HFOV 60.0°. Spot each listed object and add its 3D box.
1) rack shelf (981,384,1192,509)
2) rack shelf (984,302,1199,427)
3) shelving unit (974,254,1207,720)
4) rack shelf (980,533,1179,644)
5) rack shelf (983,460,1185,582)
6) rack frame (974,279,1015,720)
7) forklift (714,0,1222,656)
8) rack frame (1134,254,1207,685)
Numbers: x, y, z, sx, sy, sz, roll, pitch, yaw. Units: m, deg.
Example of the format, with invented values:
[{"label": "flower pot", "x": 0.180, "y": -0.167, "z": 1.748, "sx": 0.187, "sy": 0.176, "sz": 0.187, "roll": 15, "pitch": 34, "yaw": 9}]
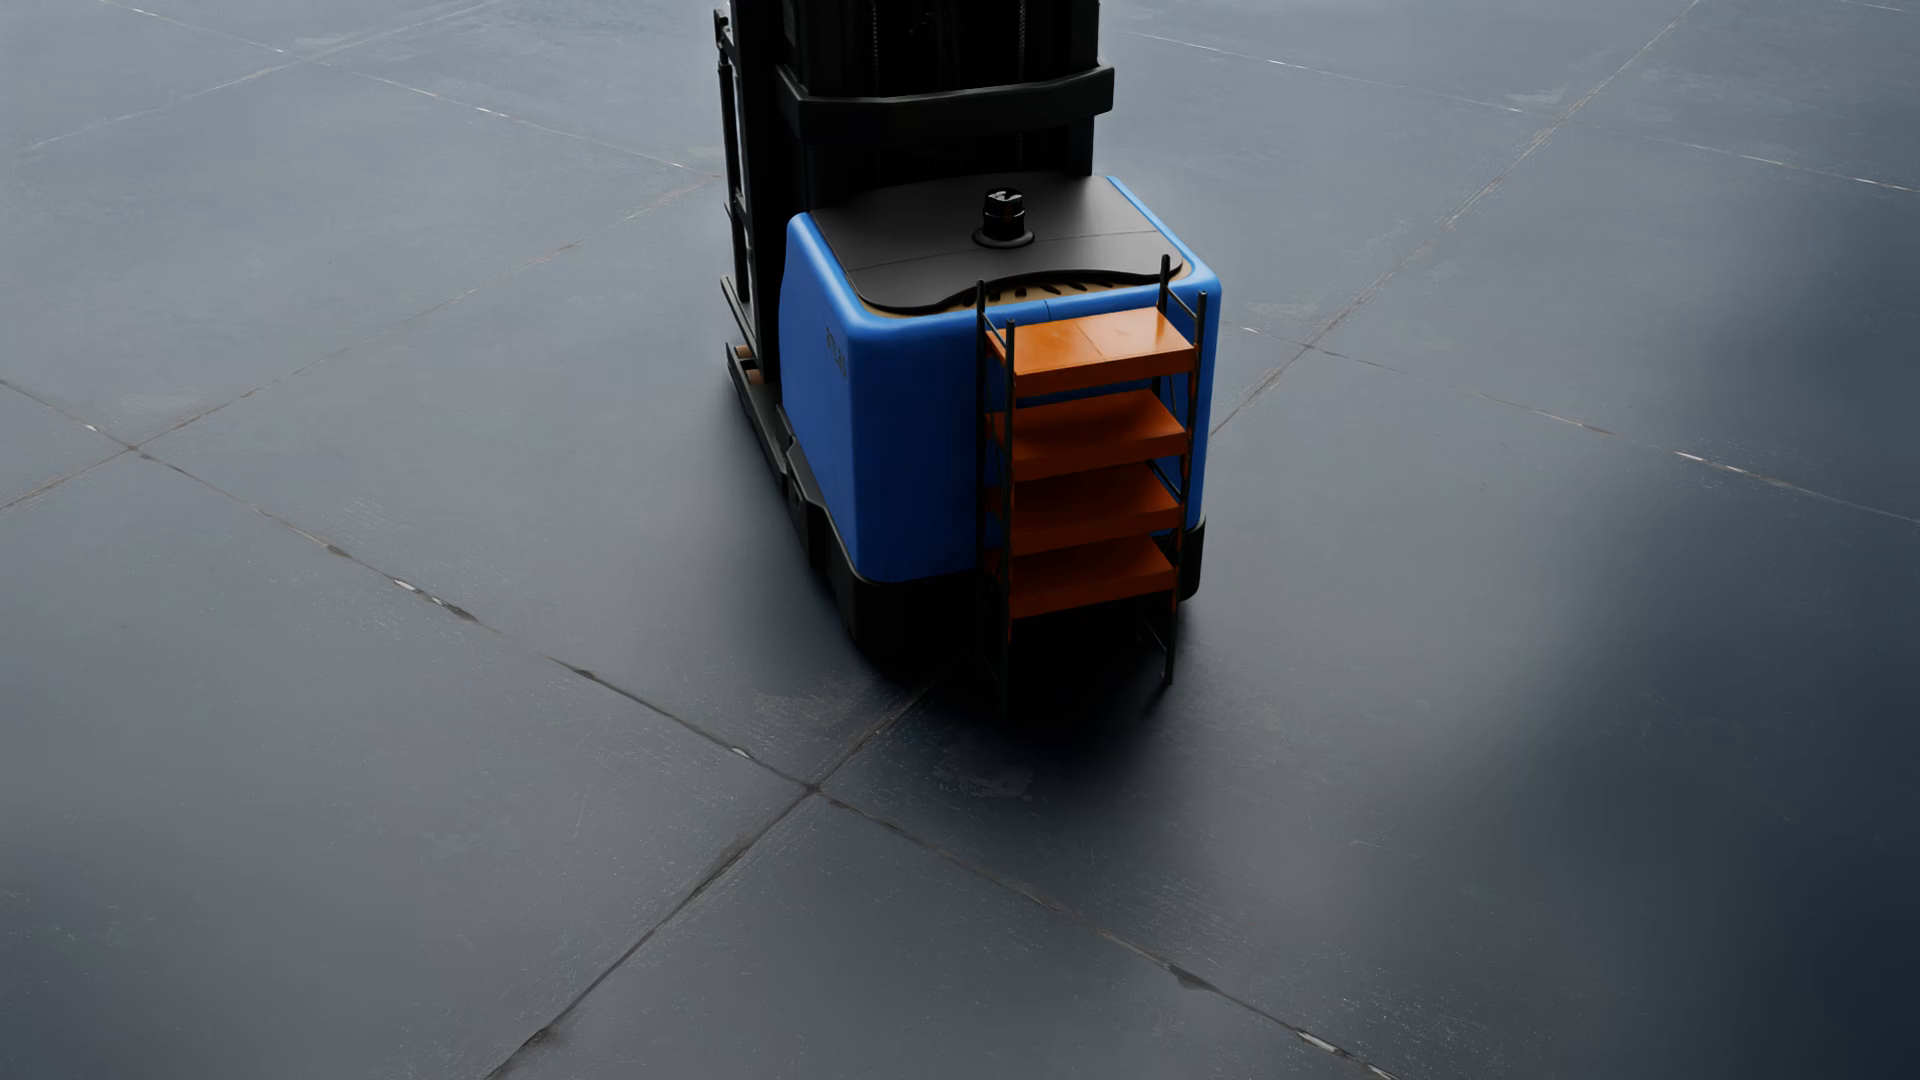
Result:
[{"label": "rack shelf", "x": 0.317, "y": -0.244, "z": 4.261, "sx": 0.480, "sy": 0.148, "sz": 0.258, "roll": -10, "pitch": 35, "yaw": -15}, {"label": "rack shelf", "x": 0.317, "y": -0.440, "z": 4.128, "sx": 0.480, "sy": 0.148, "sz": 0.258, "roll": -10, "pitch": 35, "yaw": -15}, {"label": "shelving unit", "x": 0.317, "y": -0.115, "z": 4.349, "sx": 0.503, "sy": 1.200, "sz": 0.258, "roll": -10, "pitch": 35, "yaw": -15}, {"label": "rack shelf", "x": 0.317, "y": 0.105, "z": 4.498, "sx": 0.480, "sy": 0.148, "sz": 0.258, "roll": -10, "pitch": 35, "yaw": -15}, {"label": "rack shelf", "x": 0.317, "y": -0.059, "z": 4.386, "sx": 0.480, "sy": 0.148, "sz": 0.258, "roll": -10, "pitch": 35, "yaw": -15}, {"label": "rack frame", "x": 0.084, "y": -0.073, "z": 4.287, "sx": 0.015, "sy": 1.200, "sz": 0.240, "roll": -10, "pitch": 35, "yaw": -15}, {"label": "forklift", "x": -0.213, "y": -1.713, "z": 5.166, "sx": 1.130, "sy": 2.935, "sz": 3.031, "roll": -10, "pitch": 35, "yaw": -14}, {"label": "rack frame", "x": 0.549, "y": -0.156, "z": 4.410, "sx": 0.015, "sy": 1.200, "sz": 0.240, "roll": -10, "pitch": 35, "yaw": -15}]
